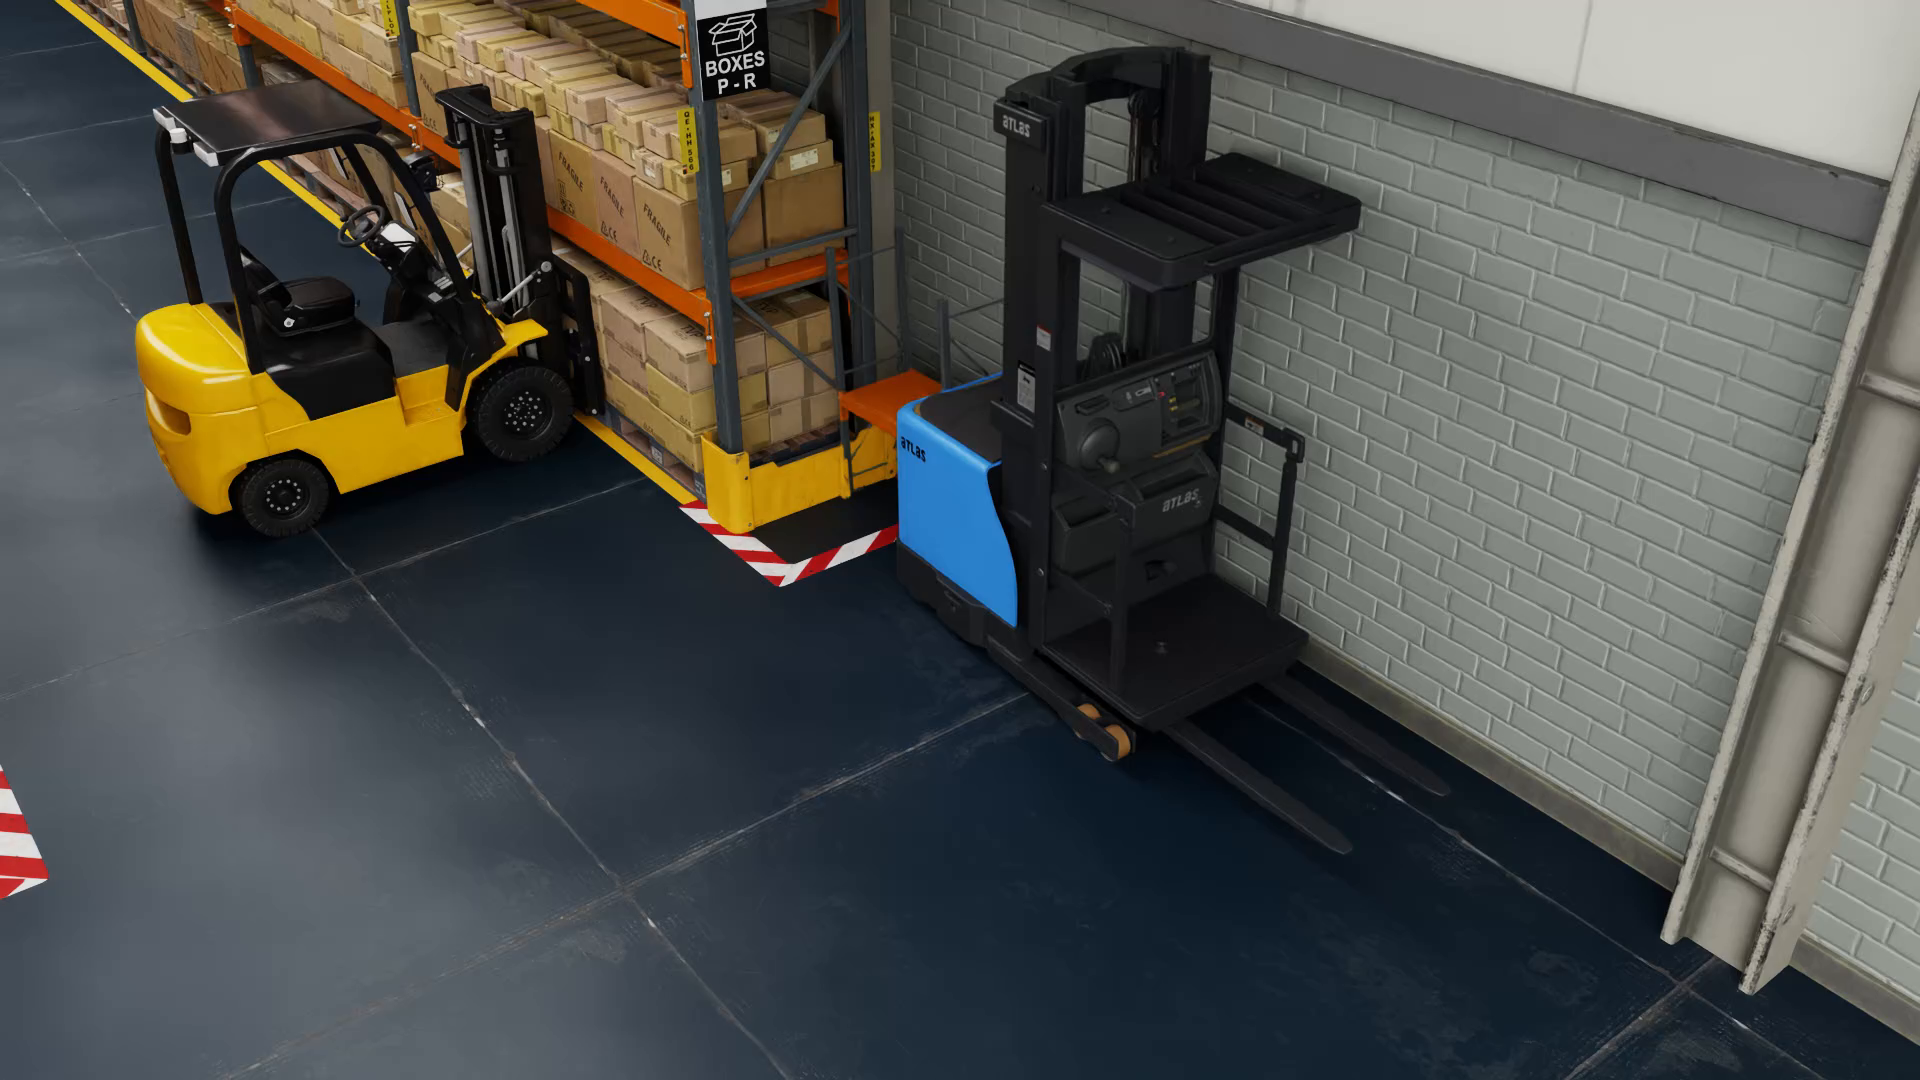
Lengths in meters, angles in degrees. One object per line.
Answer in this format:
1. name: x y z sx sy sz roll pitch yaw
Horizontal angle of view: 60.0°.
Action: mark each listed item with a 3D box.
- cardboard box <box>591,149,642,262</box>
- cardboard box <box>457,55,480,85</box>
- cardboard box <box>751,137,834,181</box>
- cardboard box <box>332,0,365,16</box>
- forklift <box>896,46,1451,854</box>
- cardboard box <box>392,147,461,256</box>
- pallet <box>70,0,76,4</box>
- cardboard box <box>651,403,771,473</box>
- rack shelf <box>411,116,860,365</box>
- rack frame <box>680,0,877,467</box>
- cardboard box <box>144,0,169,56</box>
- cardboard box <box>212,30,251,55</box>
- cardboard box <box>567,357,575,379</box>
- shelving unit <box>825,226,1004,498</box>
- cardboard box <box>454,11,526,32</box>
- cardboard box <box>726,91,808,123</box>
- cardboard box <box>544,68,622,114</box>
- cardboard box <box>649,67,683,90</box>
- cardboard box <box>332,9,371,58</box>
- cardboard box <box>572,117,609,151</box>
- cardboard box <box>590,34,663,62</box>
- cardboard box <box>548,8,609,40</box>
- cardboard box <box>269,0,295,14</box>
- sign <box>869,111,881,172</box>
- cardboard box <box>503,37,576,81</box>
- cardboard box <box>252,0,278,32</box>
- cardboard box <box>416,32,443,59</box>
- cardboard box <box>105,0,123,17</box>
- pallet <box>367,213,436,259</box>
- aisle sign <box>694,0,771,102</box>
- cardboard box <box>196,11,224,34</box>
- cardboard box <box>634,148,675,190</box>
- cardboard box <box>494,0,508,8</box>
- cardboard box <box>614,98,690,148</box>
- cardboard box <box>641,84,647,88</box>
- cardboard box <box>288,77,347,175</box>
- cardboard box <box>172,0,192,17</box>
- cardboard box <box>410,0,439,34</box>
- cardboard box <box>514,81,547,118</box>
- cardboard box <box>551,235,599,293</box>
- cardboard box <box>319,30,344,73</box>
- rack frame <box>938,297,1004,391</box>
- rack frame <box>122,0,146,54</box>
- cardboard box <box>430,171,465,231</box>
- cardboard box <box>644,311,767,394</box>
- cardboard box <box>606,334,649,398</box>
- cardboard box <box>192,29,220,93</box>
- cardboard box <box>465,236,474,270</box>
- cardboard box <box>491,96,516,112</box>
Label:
1. cardboard box: -1.733 -1.947 9.447 0.500 0.500 0.500 -21 38 -30
2. cardboard box: -2.944 -2.998 10.525 0.380 0.149 0.250 -21 38 -30
3. cardboard box: -0.916 -2.108 9.092 0.380 0.149 0.250 -23 39 -33
4. cardboard box: -4.298 -3.908 11.990 0.380 0.149 0.250 -24 39 -33
5. forklift: 0.940 -0.526 7.319 1.130 2.935 3.031 -21 38 -30
6. cardboard box: -3.695 -2.615 12.471 0.875 0.625 0.625 -20 37 -29
7. pallet: -10.188 -6.685 19.813 1.003 0.211 1.213 -22 38 -31
8. cardboard box: -1.451 -0.669 9.692 0.500 0.250 0.500 -22 38 -31
9. rack shelf: -2.140 -2.093 10.458 1.077 0.370 4.000 -22 38 -31
10. rack frame: -0.913 -1.565 8.927 1.000 3.000 0.127 -22 38 -31
11. cardboard box: -7.819 -5.189 16.734 0.500 0.500 0.500 -23 38 -32
12. cardboard box: -6.514 -4.519 15.039 0.380 0.149 0.250 -24 39 -34
13. cardboard box: -2.384 -1.300 10.708 0.500 0.250 0.500 -21 38 -30
14. shelving unit: -0.189 -0.812 9.082 0.587 1.500 1.083 -22 35 -31
15. cardboard box: -3.010 -3.264 10.671 0.380 0.149 0.250 -23 39 -32
16. cardboard box: -1.064 -2.349 9.198 0.380 0.149 0.250 -21 37 -30
17. cardboard box: -2.161 -2.590 9.585 0.380 0.149 0.250 -21 38 -30
18. cardboard box: -1.579 -2.654 9.688 0.380 0.149 0.250 -21 38 -30
19. cardboard box: -4.190 -3.715 12.056 0.500 0.250 0.500 -23 39 -33
20. cardboard box: -1.982 -2.365 9.505 0.380 0.149 0.250 -24 39 -33
21. cardboard box: -2.041 -2.981 10.216 0.380 0.149 0.250 -21 38 -30
22. cardboard box: -2.435 -3.333 10.782 0.380 0.149 0.250 -23 39 -32
23. cardboard box: -5.127 -4.351 13.080 0.500 0.250 0.500 -23 39 -33
24. sign: -0.471 -2.143 8.962 0.100 0.325 0.005 -22 38 -31
25. cardboard box: -2.552 -2.936 10.143 0.380 0.149 0.250 -22 38 -32
26. cardboard box: -5.435 -4.360 13.569 0.500 0.250 0.500 -23 39 -32
27. cardboard box: -3.378 -3.332 11.062 0.380 0.149 0.250 -23 39 -32
28. cardboard box: -9.064 -5.869 18.050 0.396 0.266 0.258 -21 37 -30
29. pallet: -3.849 -2.342 12.820 1.003 0.211 1.213 -22 38 -31
30. aisle sign: -1.105 -2.547 8.044 0.394 0.787 0.004 -22 38 -31
31. cardboard box: -6.920 -4.871 15.606 0.380 0.149 0.250 -23 39 -32
32. cardboard box: -1.527 -2.034 8.972 0.380 0.149 0.250 -22 38 -31
33. cardboard box: -2.932 -3.641 11.278 0.380 0.149 0.250 -22 38 -31
34. cardboard box: -1.657 -2.283 9.092 0.380 0.149 0.250 -21 38 -30
35. cardboard box: -1.838 -2.754 10.132 0.380 0.149 0.250 -22 38 -32
36. cardboard box: -5.040 -3.534 13.951 0.875 0.625 0.625 -21 37 -30
37. cardboard box: -7.412 -5.199 16.134 0.380 0.149 0.250 -21 37 -30
38. cardboard box: -3.751 -3.621 11.527 0.380 0.149 0.250 -21 37 -30
39. cardboard box: -2.446 -2.681 10.014 0.380 0.149 0.250 -23 39 -32
40. cardboard box: -2.382 -1.723 10.441 0.500 0.250 0.500 -23 39 -32
41. cardboard box: -4.475 -3.718 12.536 0.500 0.250 0.500 -22 38 -31
42. rack frame: 0.124 -0.617 8.720 0.500 1.500 0.032 -22 35 -31
43. rack frame: -8.272 -6.566 16.979 1.000 3.000 0.127 -22 38 -31
44. cardboard box: -3.317 -2.364 11.474 0.500 0.250 0.500 -23 39 -32
45. cardboard box: -1.442 -1.091 9.424 0.500 0.250 0.500 -21 37 -30
46. cardboard box: -1.758 -1.102 9.915 0.500 0.250 0.500 -23 38 -32
47. cardboard box: -6.870 -4.551 15.706 0.500 0.500 0.500 -20 37 -29
48. cardboard box: -3.003 -1.944 11.271 0.500 0.250 0.500 -22 38 -32
49. cardboard box: -2.656 -2.583 10.471 0.500 0.500 0.500 -23 38 -32
